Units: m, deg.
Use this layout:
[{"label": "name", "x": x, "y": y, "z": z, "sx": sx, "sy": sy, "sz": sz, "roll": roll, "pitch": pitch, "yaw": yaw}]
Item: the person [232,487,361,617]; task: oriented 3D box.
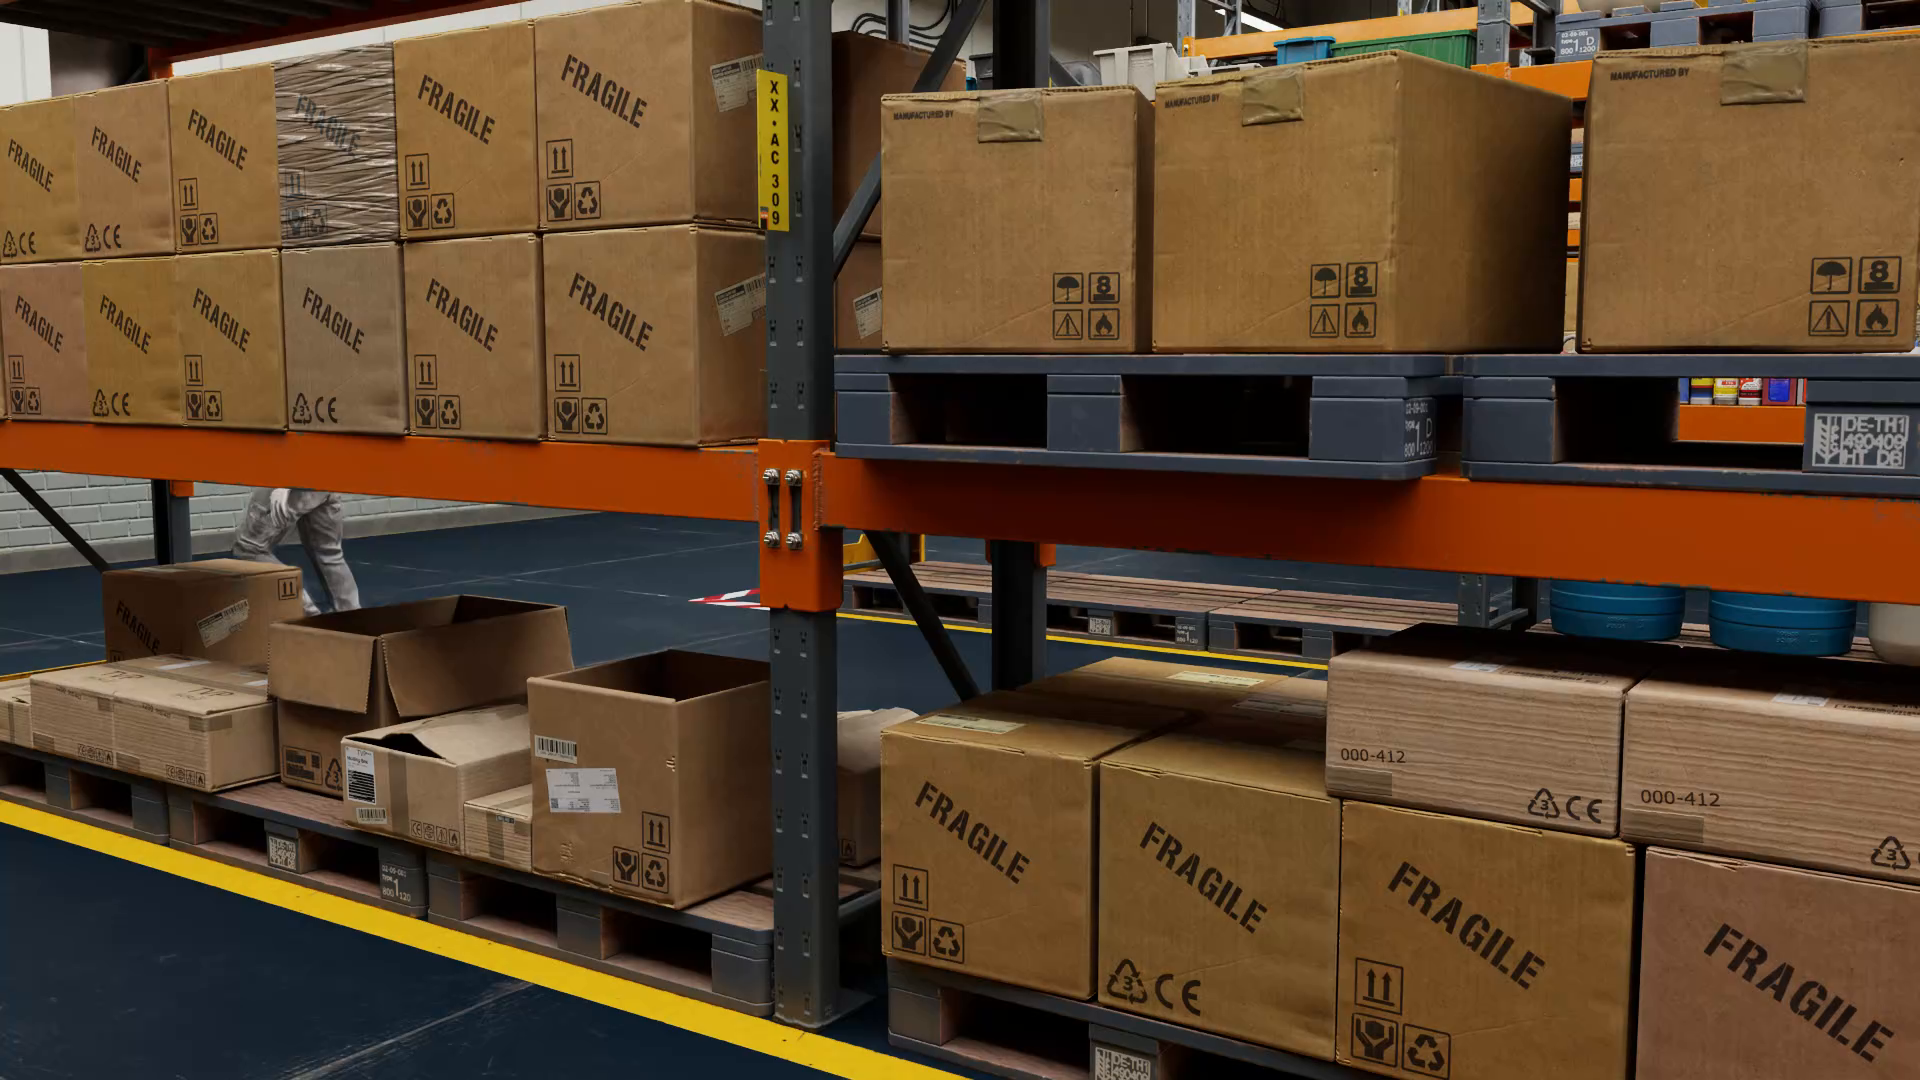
[{"label": "person", "x": -3.187, "y": -0.267, "z": 7.936, "sx": 0.475, "sy": 1.773, "sz": 0.652, "roll": 1, "pitch": 6, "yaw": 9}]
